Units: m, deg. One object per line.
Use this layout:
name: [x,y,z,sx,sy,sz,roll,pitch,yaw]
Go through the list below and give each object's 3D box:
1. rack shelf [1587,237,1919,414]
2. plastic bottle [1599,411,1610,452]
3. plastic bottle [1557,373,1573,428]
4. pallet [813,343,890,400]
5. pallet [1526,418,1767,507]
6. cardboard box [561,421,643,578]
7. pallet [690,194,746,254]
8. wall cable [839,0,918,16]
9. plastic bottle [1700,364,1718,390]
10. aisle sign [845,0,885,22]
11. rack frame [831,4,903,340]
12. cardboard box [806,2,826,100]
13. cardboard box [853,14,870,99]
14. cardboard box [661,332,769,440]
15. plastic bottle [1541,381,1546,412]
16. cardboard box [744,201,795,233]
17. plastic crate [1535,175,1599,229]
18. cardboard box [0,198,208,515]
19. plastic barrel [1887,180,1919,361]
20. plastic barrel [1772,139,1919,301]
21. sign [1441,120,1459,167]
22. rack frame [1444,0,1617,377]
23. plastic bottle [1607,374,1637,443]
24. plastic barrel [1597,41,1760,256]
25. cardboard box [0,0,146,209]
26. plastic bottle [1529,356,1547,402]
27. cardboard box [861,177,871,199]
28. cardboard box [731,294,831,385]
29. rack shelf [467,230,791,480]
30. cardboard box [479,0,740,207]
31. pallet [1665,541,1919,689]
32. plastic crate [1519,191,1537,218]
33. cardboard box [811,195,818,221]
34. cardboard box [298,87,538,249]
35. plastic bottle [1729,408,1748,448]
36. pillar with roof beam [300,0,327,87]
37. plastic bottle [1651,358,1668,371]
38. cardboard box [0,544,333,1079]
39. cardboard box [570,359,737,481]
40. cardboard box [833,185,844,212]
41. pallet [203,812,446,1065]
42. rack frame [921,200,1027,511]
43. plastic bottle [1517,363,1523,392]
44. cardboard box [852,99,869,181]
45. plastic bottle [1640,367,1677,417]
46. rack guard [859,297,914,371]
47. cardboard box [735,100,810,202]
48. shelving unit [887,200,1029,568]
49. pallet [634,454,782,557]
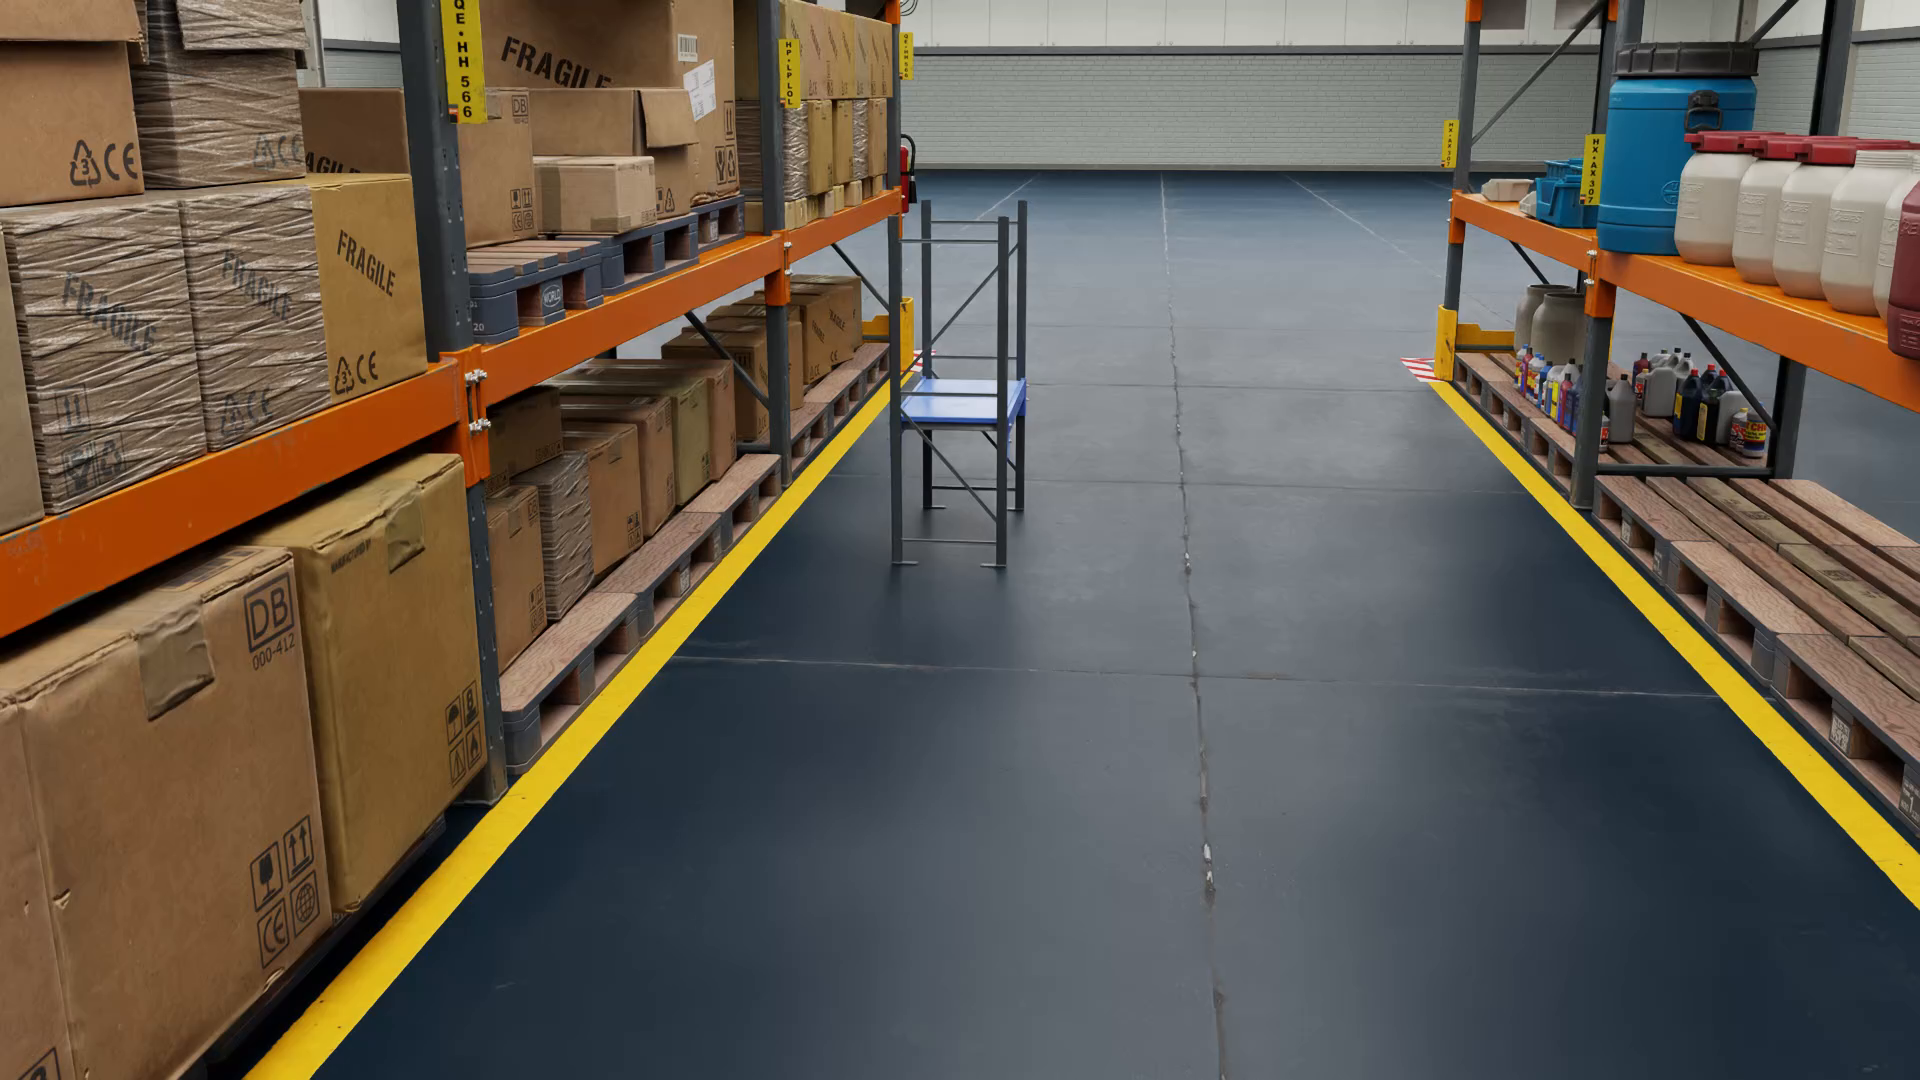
rack shelf: [3.310,-0.729,5.988,1.077,0.370,4.000,2,15,6]
plastic bottle: [3.267,-0.559,8.502,0.097,0.201,0.097,0,15,0]
plastic bottle: [3.321,-0.764,9.104,0.061,0.283,0.133,3,15,10]
pallet: [-1.069,-1.202,11.705,1.003,0.211,1.213,2,15,6]
pallet: [3.653,-0.421,8.816,1.003,0.211,1.213,2,15,6]
cardboard box: [-1.674,-0.175,6.507,0.700,0.500,0.500,3,15,11]
pallet: [-1.616,-1.454,7.660,1.003,0.211,1.213,2,15,6]
wall cable: [-2.225,-15.821,42.416,2.305,6.003,0.169,2,15,6]
plastic bottle: [4.061,-0.774,9.011,0.144,0.351,0.185,1,15,4]
aisle sign: [-0.629,-4.040,11.876,0.394,0.787,0.004,2,15,6]
rack frame: [-0.934,-2.778,12.189,1.000,3.000,0.127,2,15,6]
cardboard box: [-1.027,-2.654,9.053,0.500,0.500,0.500,2,15,6]
cardboard box: [-0.860,-3.043,10.492,0.500,0.500,0.500,2,15,6]
cardboard box: [-1.300,-0.839,9.003,0.500,0.500,0.500,1,15,5]
plastic bottle: [3.389,-0.839,9.535,0.097,0.201,0.097,0,15,0]
cardboard box: [-1.062,-1.666,8.558,0.380,0.149,0.250,2,15,6]
plastic crate: [3.391,-1.818,8.923,0.499,0.251,0.616,2,15,6]
cardboard box: [-1.764,-0.352,3.026,0.500,0.500,0.500,1,15,4]
plastic barrel: [2.836,-0.752,4.436,0.600,0.536,0.708,2,15,6]
plastic barrel: [3.079,-1.116,5.782,0.433,0.535,0.433,0,15,0]
sign: [3.441,-2.783,11.677,0.100,0.325,0.005,2,15,6]
rack frame: [3.987,-2.632,11.649,1.000,3.000,0.127,2,15,6]
plastic bottle: [3.466,-0.700,8.734,0.144,0.351,0.185,2,15,6]
plastic barrel: [3.191,-1.745,7.410,0.600,0.901,0.708,2,15,6]
cardboard box: [-2.012,-0.877,3.047,0.797,0.503,0.637,2,15,8]
plastic bottle: [3.423,-0.951,9.818,0.097,0.271,0.097,0,15,0]
cardboard box: [-0.810,-2.381,11.203,0.380,0.149,0.250,2,15,6]
cardboard box: [-1.144,-1.295,10.688,0.500,0.500,0.500,3,15,11]
rack shelf: [-1.611,-0.874,6.528,1.077,0.370,4.000,2,15,6]
cardboard box: [-1.614,-2.031,7.472,1.000,1.000,1.000,2,15,7]
pallet: [3.351,0.274,6.246,1.003,0.211,1.213,2,15,6]
plastic crate: [3.468,-1.896,9.432,0.530,0.136,0.437,2,15,6]
cardboard box: [-1.002,-1.861,9.280,0.380,0.149,0.250,2,15,6]
cardboard box: [-1.852,-1.243,5.516,0.700,0.500,0.500,4,16,15]
plastic bottle: [4.030,-0.579,8.573,0.097,0.201,0.097,0,15,0]
pillar with roof beam: [-9.702,-12.055,35.004,9.100,9.000,0.400,2,15,6]
plastic bottle: [4.144,-0.940,9.766,0.152,0.276,0.135,1,15,5]
cardboard box: [-2.043,0.529,3.224,1.225,0.875,0.875,2,15,6]
cardboard box: [-1.476,-0.588,8.034,0.700,0.500,0.500,1,15,2]
cardboard box: [-0.906,-2.056,9.999,0.380,0.149,0.250,2,15,6]
pallet: [-2.001,0.845,4.131,1.003,0.211,1.213,2,15,6]
rack frame: [0.067,-0.878,8.036,0.500,1.500,0.032,2,15,6]
plastic bottle: [3.461,-1.006,10.153,0.097,0.201,0.097,0,15,0]
cardboard box: [-1.060,-2.566,10.645,0.875,0.500,0.500,2,15,6]
plastic bottle: [3.959,-0.846,9.421,0.152,0.276,0.135,2,15,6]
rack guard: [-0.943,-1.552,12.442,1.175,0.500,0.348,2,15,6]
cardboard box: [-1.273,-2.047,8.725,0.875,0.500,0.500,2,15,6]
shelving unit: [0.010,-0.746,7.548,0.538,1.500,1.048,2,15,6]
pallet: [-1.472,-0.192,7.969,1.003,0.211,1.213,2,15,6]
